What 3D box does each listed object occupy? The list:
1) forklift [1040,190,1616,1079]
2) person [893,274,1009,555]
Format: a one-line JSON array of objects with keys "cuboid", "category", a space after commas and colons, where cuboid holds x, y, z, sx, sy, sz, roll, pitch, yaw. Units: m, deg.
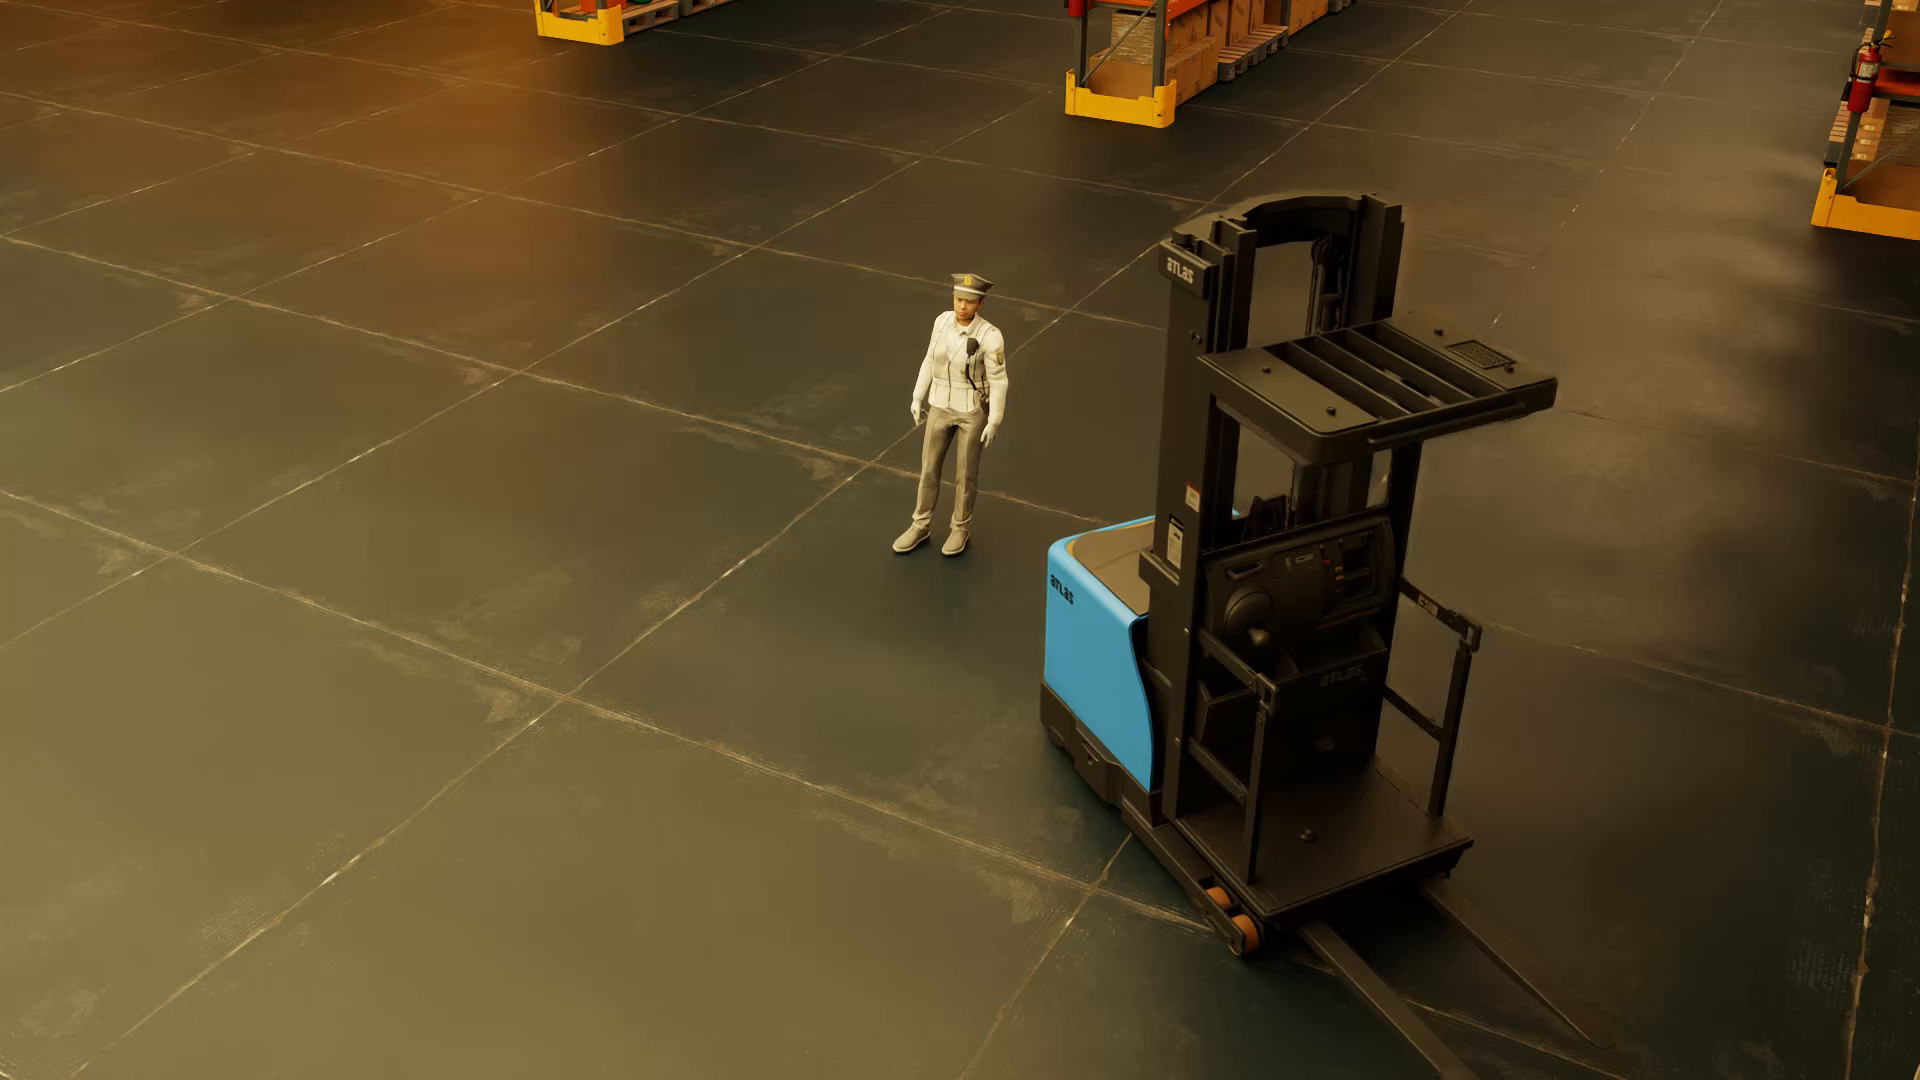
[{"cuboid": [1.504, 0.219, 6.691, 1.130, 2.935, 3.031, -14, 33, -23], "category": "forklift"}, {"cuboid": [-0.038, -0.712, 9.527, 0.587, 1.696, 0.534, 15, 33, 25], "category": "person"}]
